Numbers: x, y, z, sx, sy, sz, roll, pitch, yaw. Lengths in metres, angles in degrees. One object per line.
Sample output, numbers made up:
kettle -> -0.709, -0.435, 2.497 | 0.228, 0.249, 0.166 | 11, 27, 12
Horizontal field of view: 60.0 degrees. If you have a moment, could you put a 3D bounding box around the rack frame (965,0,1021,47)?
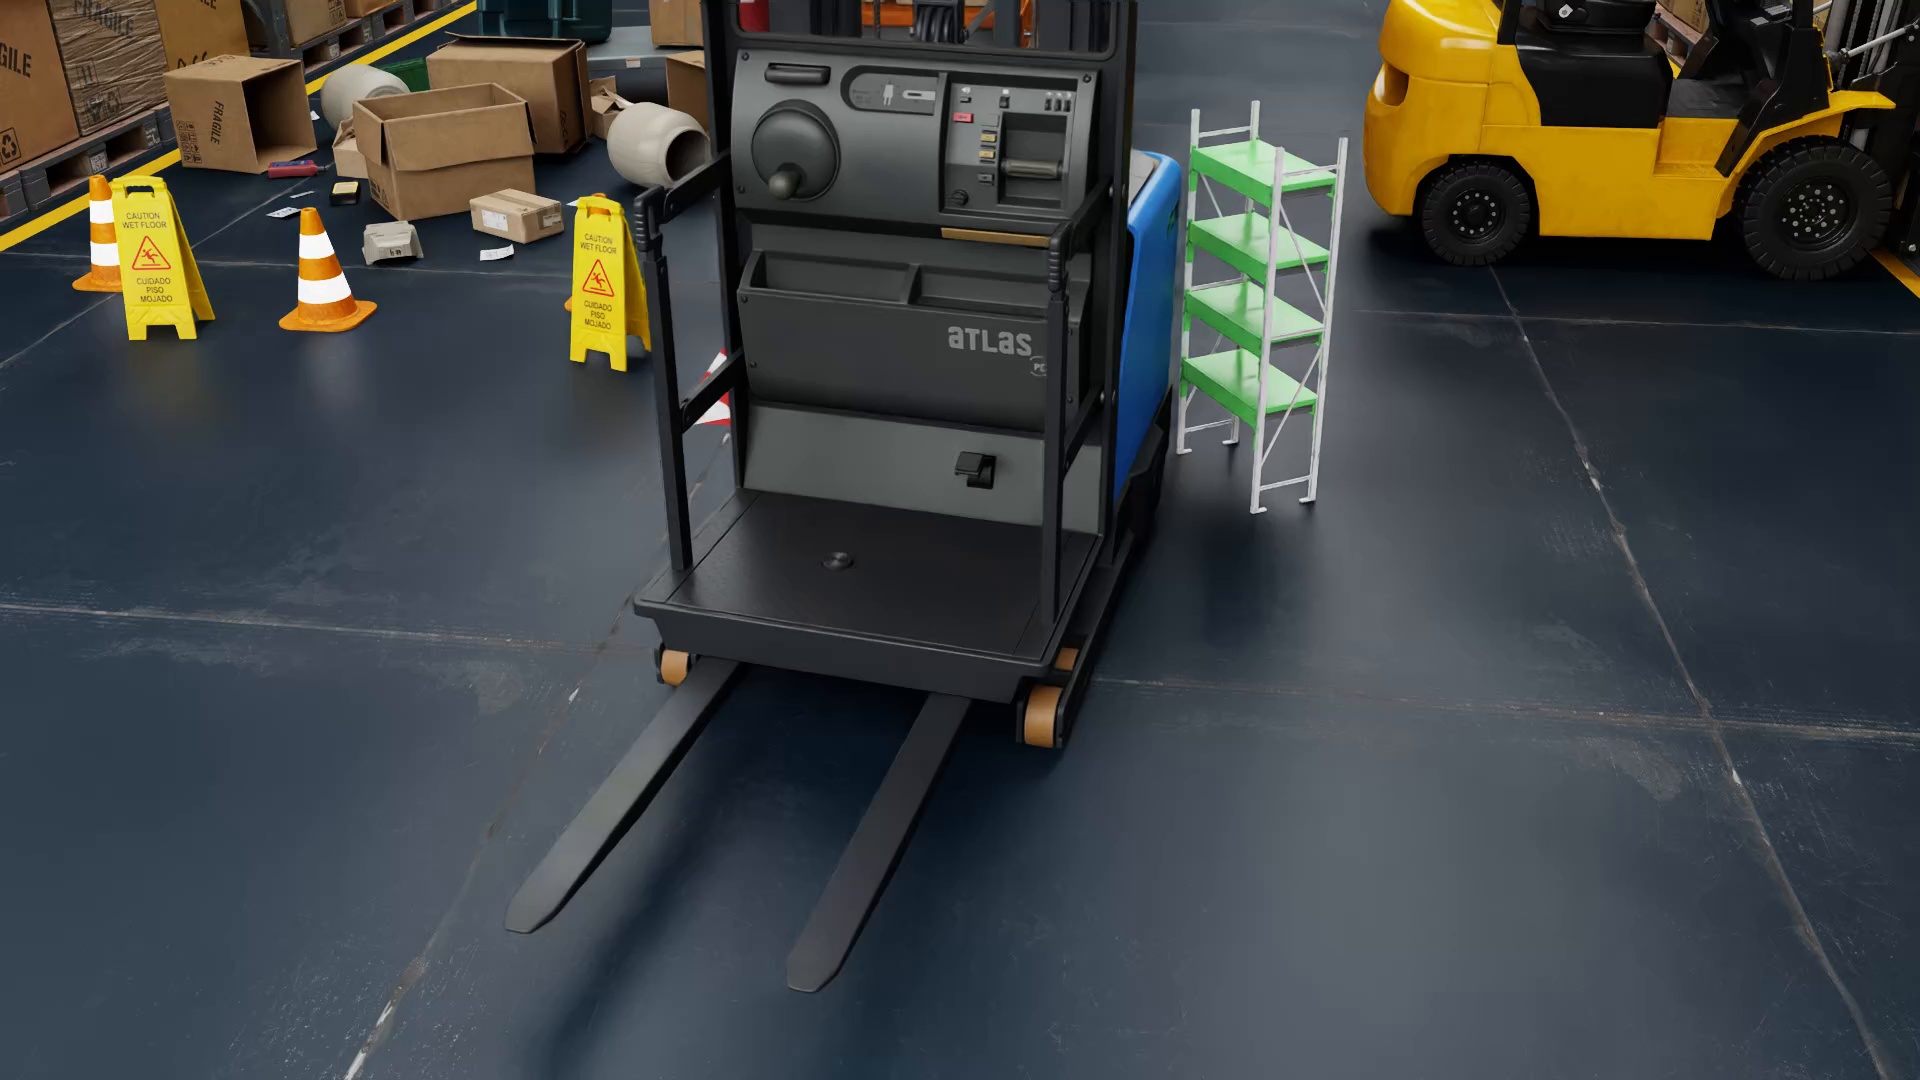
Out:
rack frame -> -0.282, -2.077, 5.943 | 1.000, 3.000, 0.127 | 3, 28, 6

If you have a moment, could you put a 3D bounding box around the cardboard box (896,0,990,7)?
cardboard box -> -0.035, -2.114, 6.277 | 0.380, 0.149, 0.250 | 3, 29, 6

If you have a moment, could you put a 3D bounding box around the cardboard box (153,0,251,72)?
cardboard box -> -4.863, -3.157, 9.746 | 0.875, 0.875, 0.875 | 4, 29, 7

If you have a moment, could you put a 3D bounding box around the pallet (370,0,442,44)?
pallet -> -4.550, -3.916, 12.296 | 1.003, 0.211, 1.213 | 3, 28, 6

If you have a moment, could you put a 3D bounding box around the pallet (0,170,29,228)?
pallet -> -5.187, -1.470, 7.757 | 1.003, 0.211, 1.213 | 3, 28, 6

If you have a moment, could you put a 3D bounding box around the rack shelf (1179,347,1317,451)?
rack shelf -> 0.958, -0.478, 5.506 | 0.258, 0.148, 0.480 | -13, 31, -19

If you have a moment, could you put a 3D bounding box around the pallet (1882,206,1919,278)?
pallet -> 4.849, -1.498, 7.807 | 1.003, 0.211, 1.213 | 3, 28, 6

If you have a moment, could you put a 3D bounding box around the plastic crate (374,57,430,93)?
plastic crate -> -3.438, -2.829, 10.243 | 0.450, 0.188, 0.662 | 9, 28, 37

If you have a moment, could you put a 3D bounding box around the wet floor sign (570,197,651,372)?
wet floor sign -> -1.367, -1.013, 6.450 | 0.267, 0.644, 0.232 | 14, 31, 24

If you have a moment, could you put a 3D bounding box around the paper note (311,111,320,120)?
paper note -> -3.901, -2.524, 9.902 | 0.147, 0.020, 0.142 | -17, 33, -29

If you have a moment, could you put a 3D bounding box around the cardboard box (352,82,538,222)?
cardboard box -> -2.579, -1.952, 8.342 | 0.797, 0.503, 0.637 | -17, 33, -29

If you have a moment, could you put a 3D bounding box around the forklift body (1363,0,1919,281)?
forklift body -> 3.067, -2.415, 7.465 | 2.313, 2.155, 1.214 | 3, 28, 6

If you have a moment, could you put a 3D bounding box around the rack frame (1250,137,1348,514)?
rack frame -> 1.045, -0.638, 5.162 | 0.240, 1.200, 0.015 | -13, 31, -19

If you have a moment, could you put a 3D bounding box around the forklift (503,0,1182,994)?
forklift -> -0.182, -0.963, 3.948 | 1.130, 2.935, 3.031 | 8, 29, 14

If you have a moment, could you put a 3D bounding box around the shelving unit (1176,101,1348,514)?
shelving unit -> 0.951, -0.744, 5.360 | 0.258, 1.200, 0.503 | -13, 31, -19

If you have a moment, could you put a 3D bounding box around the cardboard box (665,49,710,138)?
cardboard box -> -1.273, -2.435, 9.240 | 0.500, 0.500, 0.500 | -24, 36, -37

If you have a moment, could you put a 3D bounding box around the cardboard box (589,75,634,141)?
cardboard box -> -2.022, -2.497, 9.606 | 0.258, 0.266, 0.396 | -17, 33, -29

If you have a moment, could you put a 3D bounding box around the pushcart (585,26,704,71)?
pushcart -> -2.061, -2.914, 10.262 | 1.648, 0.377, 0.936 | -6, 29, -11

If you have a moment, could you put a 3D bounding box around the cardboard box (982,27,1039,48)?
cardboard box -> 0.154, -2.003, 7.470 | 0.500, 0.500, 0.500 | 2, 28, 4

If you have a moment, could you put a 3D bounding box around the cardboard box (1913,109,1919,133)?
cardboard box -> 4.574, -1.947, 7.631 | 0.500, 0.250, 0.500 | 3, 28, 6

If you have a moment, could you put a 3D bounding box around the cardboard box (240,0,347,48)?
cardboard box -> -4.730, -3.692, 10.869 | 1.050, 0.750, 0.750 | 3, 28, 6

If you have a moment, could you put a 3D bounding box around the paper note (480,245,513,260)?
paper note -> -2.142, -1.331, 7.687 | 0.148, 0.019, 0.142 | -6, 29, -11

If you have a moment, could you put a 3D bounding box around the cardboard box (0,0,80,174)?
cardboard box -> -5.084, -2.304, 8.161 | 0.875, 0.875, 0.875 | 3, 28, 5

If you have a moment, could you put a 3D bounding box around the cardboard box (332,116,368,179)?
cardboard box -> -3.100, -2.080, 8.831 | 0.396, 0.266, 0.258 | 8, 29, 15

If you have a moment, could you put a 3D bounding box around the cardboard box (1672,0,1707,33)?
cardboard box -> 5.381, -3.778, 11.160 | 0.875, 0.625, 0.625 | 2, 28, 4

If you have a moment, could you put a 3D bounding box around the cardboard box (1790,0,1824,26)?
cardboard box -> 4.764, -2.878, 8.832 | 0.500, 0.250, 0.500 | 3, 28, 5

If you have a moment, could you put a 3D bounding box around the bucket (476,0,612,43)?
bucket -> -2.445, -3.230, 9.932 | 0.726, 0.611, 0.620 | 14, 21, 24

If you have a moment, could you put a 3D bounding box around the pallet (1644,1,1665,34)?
pallet -> 5.485, -3.943, 12.347 | 1.003, 0.211, 1.213 | 3, 28, 6

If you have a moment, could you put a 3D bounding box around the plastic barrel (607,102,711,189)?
plastic barrel -> -1.531, -2.003, 8.522 | 0.421, 0.421, 0.512 | -24, 36, -37

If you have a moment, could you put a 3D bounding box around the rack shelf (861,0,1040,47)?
rack shelf -> -0.037, -2.702, 7.861 | 1.077, 0.370, 4.000 | 3, 28, 6

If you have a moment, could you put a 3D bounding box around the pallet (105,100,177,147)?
pallet -> -4.888, -2.619, 9.889 | 1.003, 0.211, 1.213 | 3, 28, 6

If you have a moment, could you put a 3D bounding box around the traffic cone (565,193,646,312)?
traffic cone -> -1.509, -1.238, 7.059 | 0.336, 0.463, 0.334 | 3, 28, 6

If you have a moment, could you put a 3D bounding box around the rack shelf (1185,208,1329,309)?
rack shelf -> 0.947, -0.899, 5.275 | 0.258, 0.148, 0.480 | -13, 31, -19

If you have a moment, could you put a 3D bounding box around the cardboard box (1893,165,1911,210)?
cardboard box -> 4.571, -1.718, 7.733 | 0.500, 0.250, 0.500 | 4, 29, 8

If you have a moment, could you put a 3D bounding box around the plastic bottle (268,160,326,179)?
plastic bottle -> -3.525, -1.976, 8.853 | 0.283, 0.061, 0.133 | -6, 29, -11
